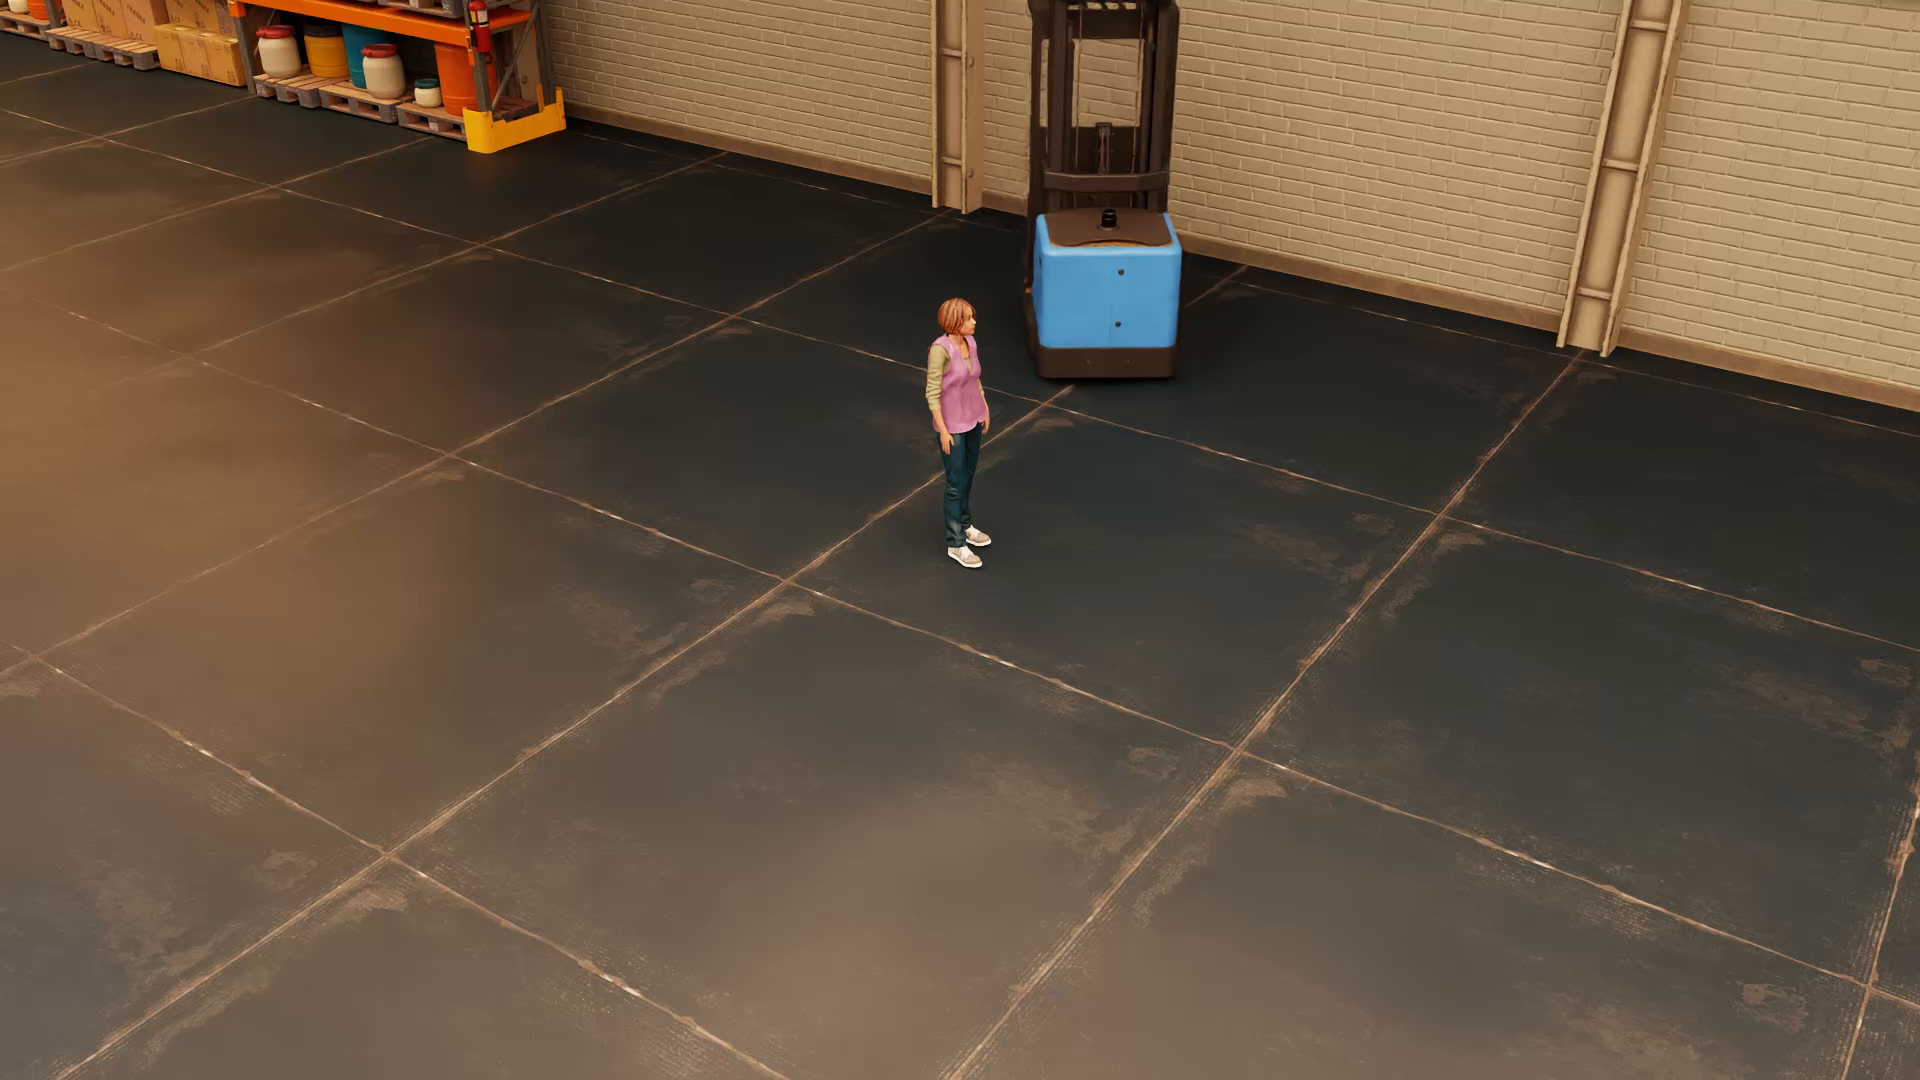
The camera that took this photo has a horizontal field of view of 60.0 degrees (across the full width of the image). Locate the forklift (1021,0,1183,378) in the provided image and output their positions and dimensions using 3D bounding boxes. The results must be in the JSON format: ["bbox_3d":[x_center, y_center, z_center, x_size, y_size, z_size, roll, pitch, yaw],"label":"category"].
[{"bbox_3d":[1.079,-3.180,13.058,1.130,2.935,3.031,-1,30,-1],"label":"forklift"}]

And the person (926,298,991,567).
[{"bbox_3d":[0.053,-0.671,10.050,0.476,1.597,0.520,19,35,29],"label":"person"}]
